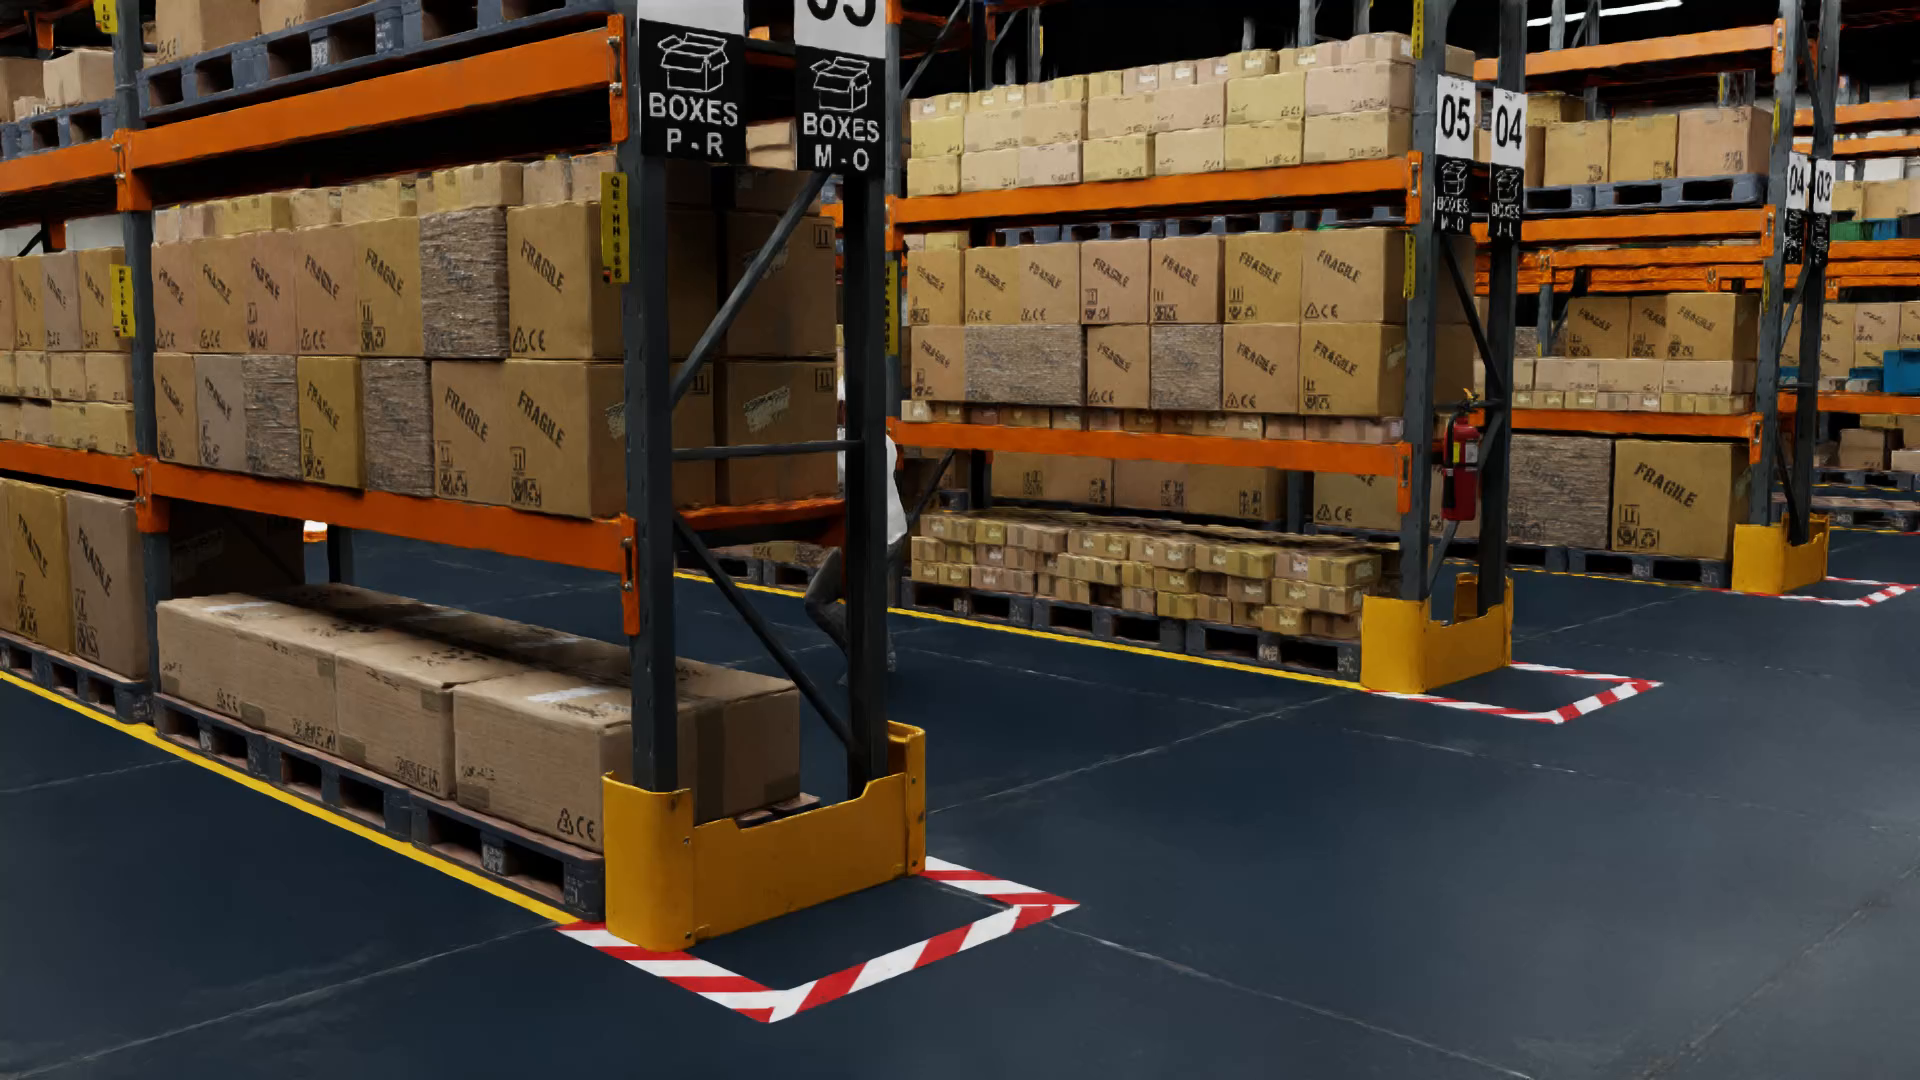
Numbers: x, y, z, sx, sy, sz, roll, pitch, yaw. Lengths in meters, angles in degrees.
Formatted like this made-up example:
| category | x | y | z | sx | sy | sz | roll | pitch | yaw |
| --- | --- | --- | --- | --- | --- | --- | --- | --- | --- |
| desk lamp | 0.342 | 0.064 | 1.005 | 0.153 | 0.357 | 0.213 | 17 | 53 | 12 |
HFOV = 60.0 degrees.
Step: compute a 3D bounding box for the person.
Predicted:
| category | x | y | z | sx | sy | sz | roll | pitch | yaw |
| --- | --- | --- | --- | --- | --- | --- | --- | --- | --- |
| person | -0.532 | -0.038 | 8.995 | 0.517 | 1.710 | 0.911 | 2 | 7 | 16 |
